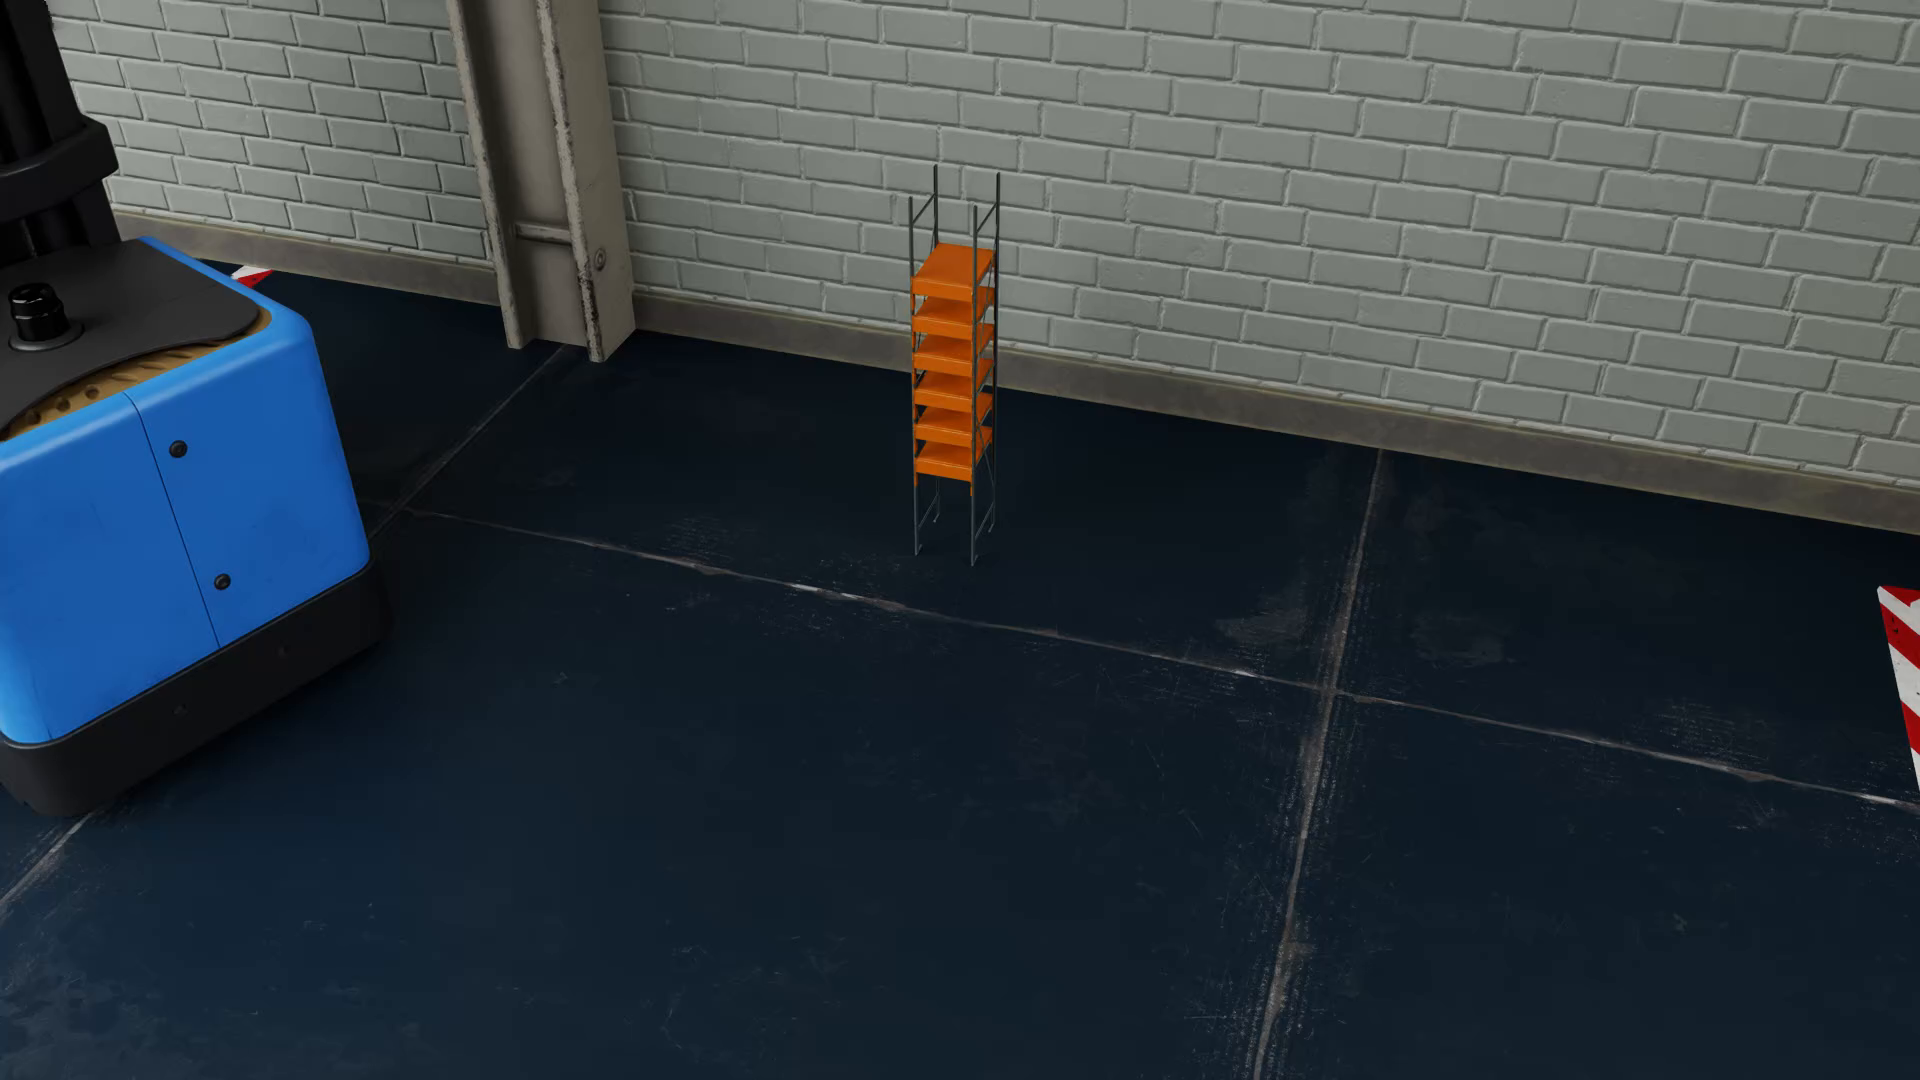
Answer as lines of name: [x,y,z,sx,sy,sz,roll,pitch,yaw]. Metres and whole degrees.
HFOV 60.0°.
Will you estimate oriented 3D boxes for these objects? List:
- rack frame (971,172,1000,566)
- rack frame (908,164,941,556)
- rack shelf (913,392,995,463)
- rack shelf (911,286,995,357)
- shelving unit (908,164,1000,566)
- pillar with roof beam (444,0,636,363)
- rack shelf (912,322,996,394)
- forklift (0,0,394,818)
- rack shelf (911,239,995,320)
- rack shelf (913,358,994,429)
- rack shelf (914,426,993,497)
rack frame: [0.074,-0.470,4.876,0.006,1.200,0.240,10,38,14]
rack frame: [-0.101,-0.502,4.920,0.006,1.200,0.240,10,38,14]
rack shelf: [-0.014,-0.353,4.995,0.180,0.103,0.258,10,38,14]
rack shelf: [-0.014,-0.643,4.782,0.180,0.103,0.258,10,38,14]
shelving unit: [-0.014,-0.486,4.898,0.189,1.200,0.258,10,38,14]
pillar with roof beam: [-2.746,-1.965,0.328,0.400,9.000,9.100,10,38,14]
rack shelf: [-0.014,-0.547,4.853,0.180,0.103,0.258,10,38,14]
forklift: [-3.101,-1.202,4.411,3.031,2.935,1.130,25,43,30]
rack shelf: [-0.014,-0.740,4.711,0.180,0.103,0.258,10,38,14]
rack shelf: [-0.014,-0.450,4.924,0.180,0.103,0.258,10,38,14]
rack shelf: [-0.014,-0.257,5.066,0.180,0.103,0.258,10,38,14]
